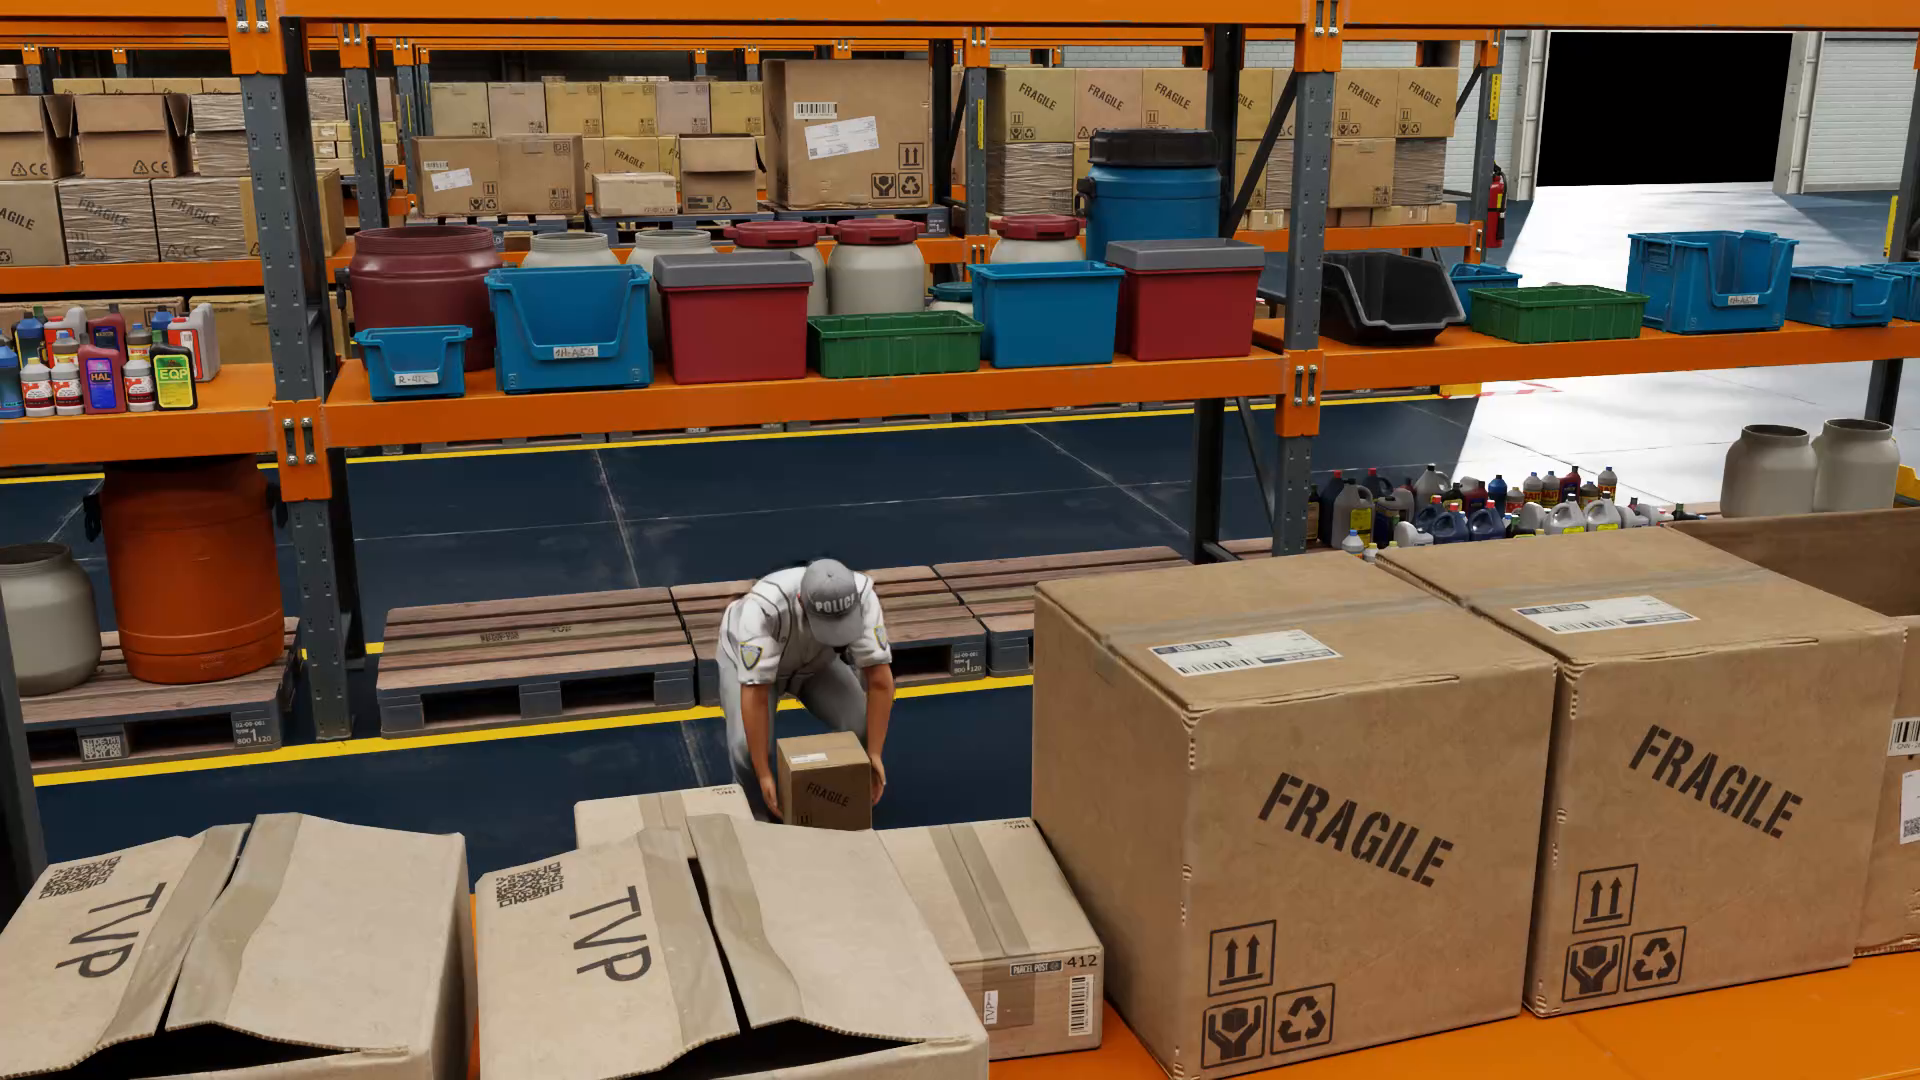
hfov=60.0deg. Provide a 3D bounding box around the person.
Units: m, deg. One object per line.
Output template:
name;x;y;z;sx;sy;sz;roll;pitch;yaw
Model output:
person;-0.520;0.485;5.486;0.532;1.041;0.834;-5;17;-15
